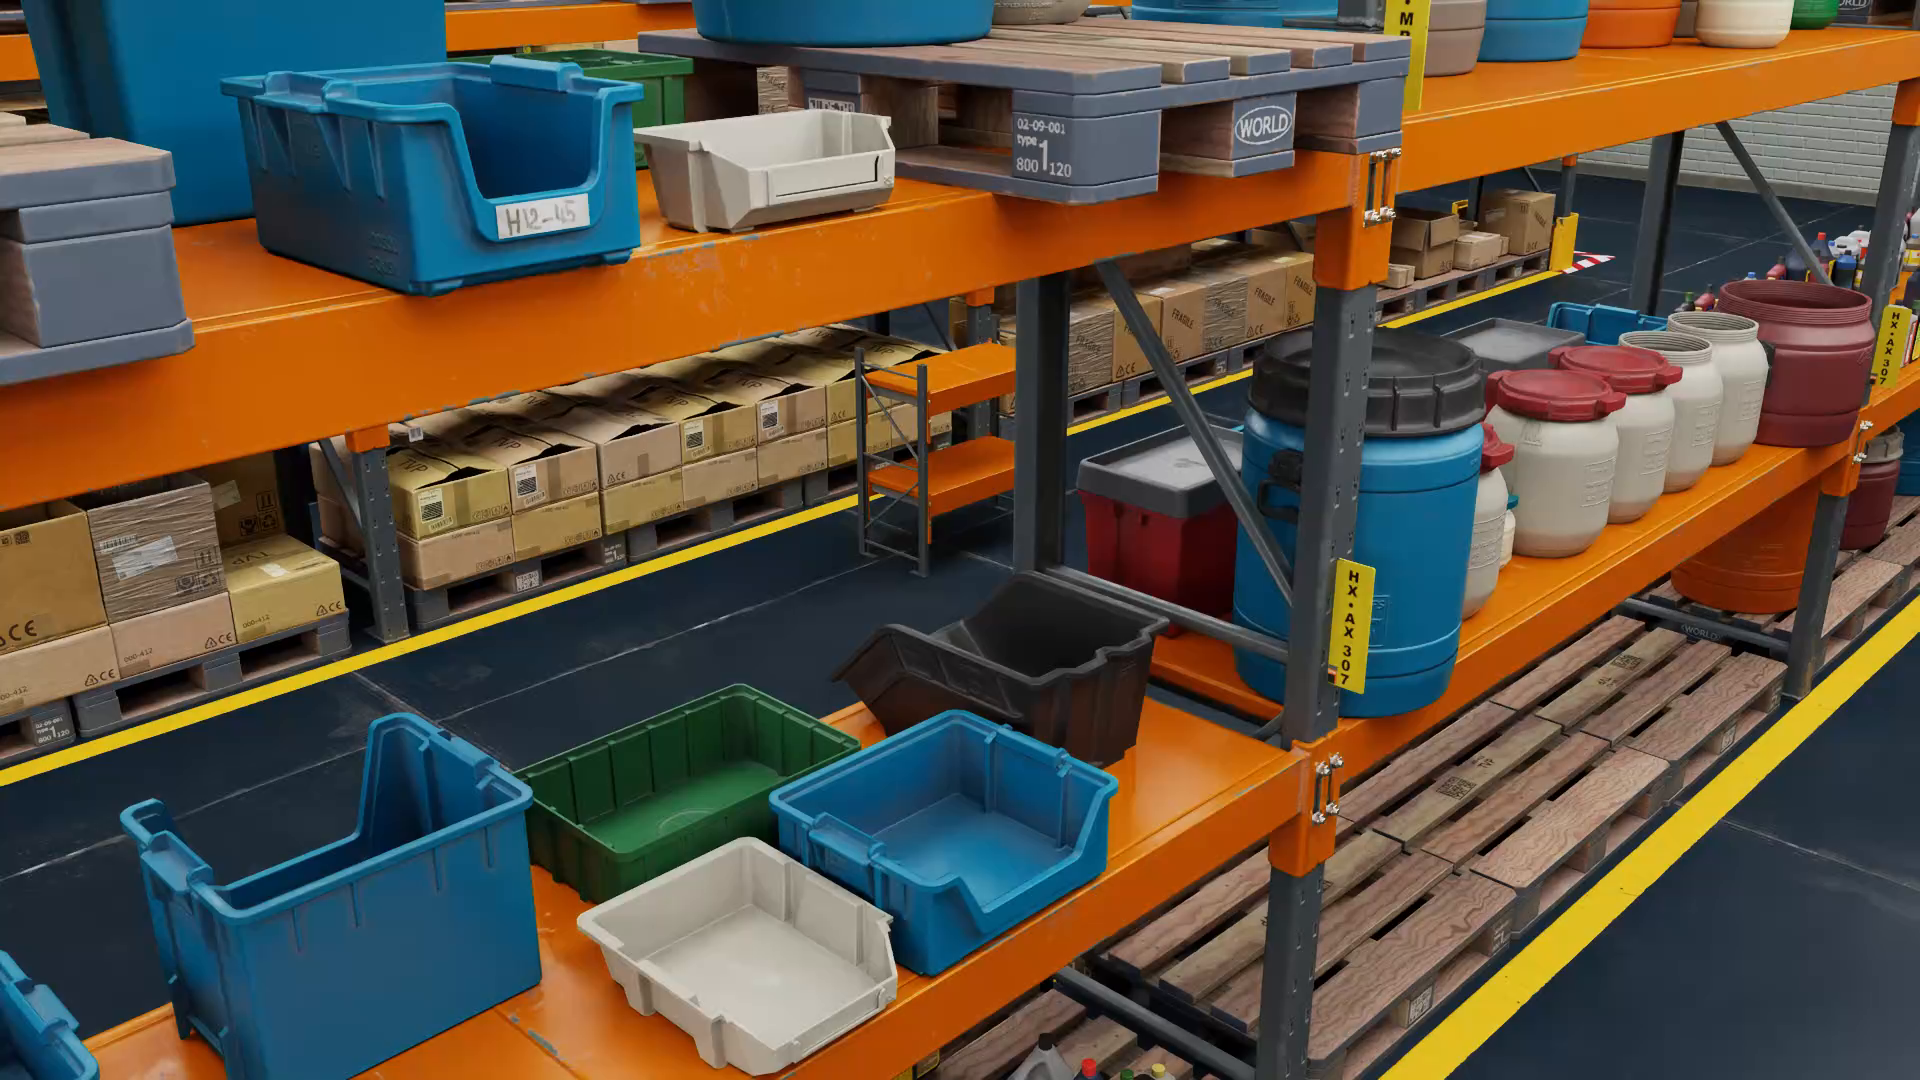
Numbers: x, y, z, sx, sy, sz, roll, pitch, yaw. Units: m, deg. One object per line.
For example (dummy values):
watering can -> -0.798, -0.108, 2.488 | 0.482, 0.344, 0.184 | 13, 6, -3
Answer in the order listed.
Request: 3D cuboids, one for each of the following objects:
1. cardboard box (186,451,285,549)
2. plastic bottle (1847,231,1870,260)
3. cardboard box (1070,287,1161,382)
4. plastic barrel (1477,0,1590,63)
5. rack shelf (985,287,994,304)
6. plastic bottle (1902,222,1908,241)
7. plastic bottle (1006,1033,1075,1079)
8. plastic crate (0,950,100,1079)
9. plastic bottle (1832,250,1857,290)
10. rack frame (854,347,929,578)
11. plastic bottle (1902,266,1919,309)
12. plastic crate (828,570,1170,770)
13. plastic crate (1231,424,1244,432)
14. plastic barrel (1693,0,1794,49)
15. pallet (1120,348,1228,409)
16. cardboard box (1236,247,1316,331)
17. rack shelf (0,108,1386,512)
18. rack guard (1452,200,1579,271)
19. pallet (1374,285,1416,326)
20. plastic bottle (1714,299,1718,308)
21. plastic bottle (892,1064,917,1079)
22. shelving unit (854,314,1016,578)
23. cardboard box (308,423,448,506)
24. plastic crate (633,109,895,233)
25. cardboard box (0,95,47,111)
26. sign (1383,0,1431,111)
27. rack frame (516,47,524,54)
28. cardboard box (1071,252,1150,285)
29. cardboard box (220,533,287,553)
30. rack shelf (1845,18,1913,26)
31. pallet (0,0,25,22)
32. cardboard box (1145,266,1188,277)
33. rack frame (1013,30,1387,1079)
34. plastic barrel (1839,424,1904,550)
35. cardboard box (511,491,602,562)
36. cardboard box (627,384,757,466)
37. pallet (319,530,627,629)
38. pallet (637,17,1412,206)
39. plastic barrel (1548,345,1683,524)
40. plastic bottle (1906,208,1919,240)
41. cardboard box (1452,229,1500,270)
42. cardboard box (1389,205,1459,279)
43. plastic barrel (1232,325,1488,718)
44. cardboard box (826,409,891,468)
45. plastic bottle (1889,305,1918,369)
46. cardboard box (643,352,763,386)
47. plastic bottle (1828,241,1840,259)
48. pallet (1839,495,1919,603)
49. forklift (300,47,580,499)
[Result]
cardboard box -> -3.548, -0.267, 7.790 | 0.500, 0.500, 0.500 | 19, 28, 41
plastic bottle -> 4.885, -1.542, 9.077 | 0.152, 0.276, 0.135 | 19, 28, 41
cardboard box -> 1.027, -1.421, 11.462 | 0.500, 0.500, 0.500 | 19, 28, 40
plastic barrel -> 1.658, -1.960, 5.113 | 0.600, 0.901, 0.708 | 19, 28, 41
rack shelf -> 1.186, -2.252, 11.755 | 1.077, 0.370, 4.000 | 19, 28, 41
plastic bottle -> 5.276, -1.685, 9.452 | 0.152, 0.276, 0.135 | 19, 28, 41
plastic bottle -> 0.200, 1.428, 4.257 | 0.144, 0.351, 0.185 | 19, 28, 41
plastic crate -> -1.652, 0.924, 2.697 | 0.499, 0.251, 0.408 | 19, 28, 41
plastic bottle -> 4.591, -1.371, 8.639 | 0.097, 0.271, 0.097 | 0, 21, 0
rack frame -> -0.350, -0.396, 8.537 | 0.500, 1.125, 0.032 | 19, 28, 41
plastic bottle -> 4.749, -1.240, 8.189 | 0.144, 0.351, 0.185 | 19, 28, 41
plastic crate -> 0.090, 0.327, 4.129 | 0.767, 0.338, 0.504 | 19, 28, 41
plastic crate -> 1.093, -0.159, 5.328 | 0.392, 0.384, 0.575 | 19, 28, 41
plastic barrel -> 2.617, -1.783, 5.545 | 0.301, 0.262, 0.301 | 0, 21, 0
pallet -> 1.189, -1.266, 12.075 | 1.003, 0.211, 1.213 | 19, 28, 41
cardboard box -> 2.442, -1.942, 12.816 | 0.500, 0.500, 0.500 | 19, 28, 40
rack shelf -> -0.849, -0.355, 2.639 | 1.077, 0.370, 4.000 | 19, 28, 41
rack guard -> 5.318, -2.944, 16.036 | 1.175, 0.500, 0.348 | 19, 28, 41
pallet -> 3.061, -1.976, 13.923 | 1.003, 0.211, 1.213 | 19, 28, 41
plastic bottle -> 3.568, -1.035, 7.864 | 0.097, 0.201, 0.097 | 0, 21, 0
plastic bottle -> -0.211, 1.366, 4.418 | 0.144, 0.351, 0.185 | 19, 28, 41
shelving unit -> 0.005, -0.527, 8.877 | 0.538, 1.125, 1.048 | 19, 28, 41
cardboard box -> -2.923, -0.395, 8.388 | 0.500, 0.311, 0.500 | 19, 28, 41
plastic crate -> -0.284, -0.568, 2.558 | 0.243, 0.136, 0.396 | 19, 28, 41
cardboard box -> -6.172, -2.658, 11.058 | 0.700, 0.500, 0.500 | 19, 28, 41
sign -> 0.933, -1.068, 3.480 | 0.100, 0.325, 0.005 | 19, 28, 41
rack frame -> -3.761, -3.312, 13.512 | 1.000, 3.000, 0.127 | 19, 28, 41
cardboard box -> 1.022, -2.041, 12.029 | 0.500, 0.250, 0.500 | 19, 28, 40
cardboard box -> -3.541, 0.085, 7.919 | 0.500, 0.250, 0.500 | 19, 28, 41
rack shelf -> 4.732, -2.411, 7.989 | 1.077, 0.370, 4.000 | 19, 28, 41
pallet -> -3.577, -2.178, 6.504 | 1.003, 0.211, 1.213 | 19, 28, 41
cardboard box -> 1.351, -1.810, 12.475 | 0.500, 0.500, 0.500 | 20, 29, 41
rack frame -> 0.546, 0.195, 4.385 | 1.000, 3.000, 0.127 | 19, 28, 41
plastic barrel -> 4.454, -0.324, 8.511 | 0.600, 0.588, 0.708 | 19, 28, 41
cardboard box -> -2.184, -0.131, 8.481 | 0.500, 0.250, 0.500 | -19, 28, -41
cardboard box -> -1.462, -0.659, 9.074 | 0.500, 0.311, 0.500 | -19, 28, -41
pallet -> -2.514, 0.057, 8.632 | 1.003, 0.211, 1.213 | 19, 28, 41
pallet -> 0.113, -0.907, 3.335 | 1.213, 0.211, 1.003 | 19, 28, 41
plastic barrel -> 2.185, -0.359, 5.638 | 0.433, 0.535, 0.433 | 0, 21, 0
plastic bottle -> 5.621, -1.818, 9.693 | 0.144, 0.351, 0.185 | 19, 28, 41
cardboard box -> 4.484, -2.614, 14.913 | 0.500, 0.250, 0.500 | 19, 28, 41
cardboard box -> 3.888, -2.626, 14.592 | 0.797, 0.503, 0.637 | 19, 28, 41
plastic barrel -> 1.033, -0.062, 4.356 | 0.600, 0.901, 0.708 | 19, 28, 41
cardboard box -> -0.759, -0.656, 9.849 | 0.500, 0.250, 0.500 | 19, 28, 40
plastic bottle -> 4.193, -0.924, 7.471 | 0.152, 0.276, 0.135 | 19, 28, 41
cardboard box -> -1.503, -0.919, 9.750 | 0.500, 0.311, 0.500 | 18, 28, 39
plastic bottle -> 4.623, -1.457, 8.863 | 0.097, 0.271, 0.097 | 0, 21, 0
pallet -> 4.708, -0.056, 8.927 | 1.003, 0.211, 1.213 | 19, 28, 41
forklift -> -3.376, -2.068, 10.370 | 1.130, 2.935, 3.031 | 15, 26, 34
